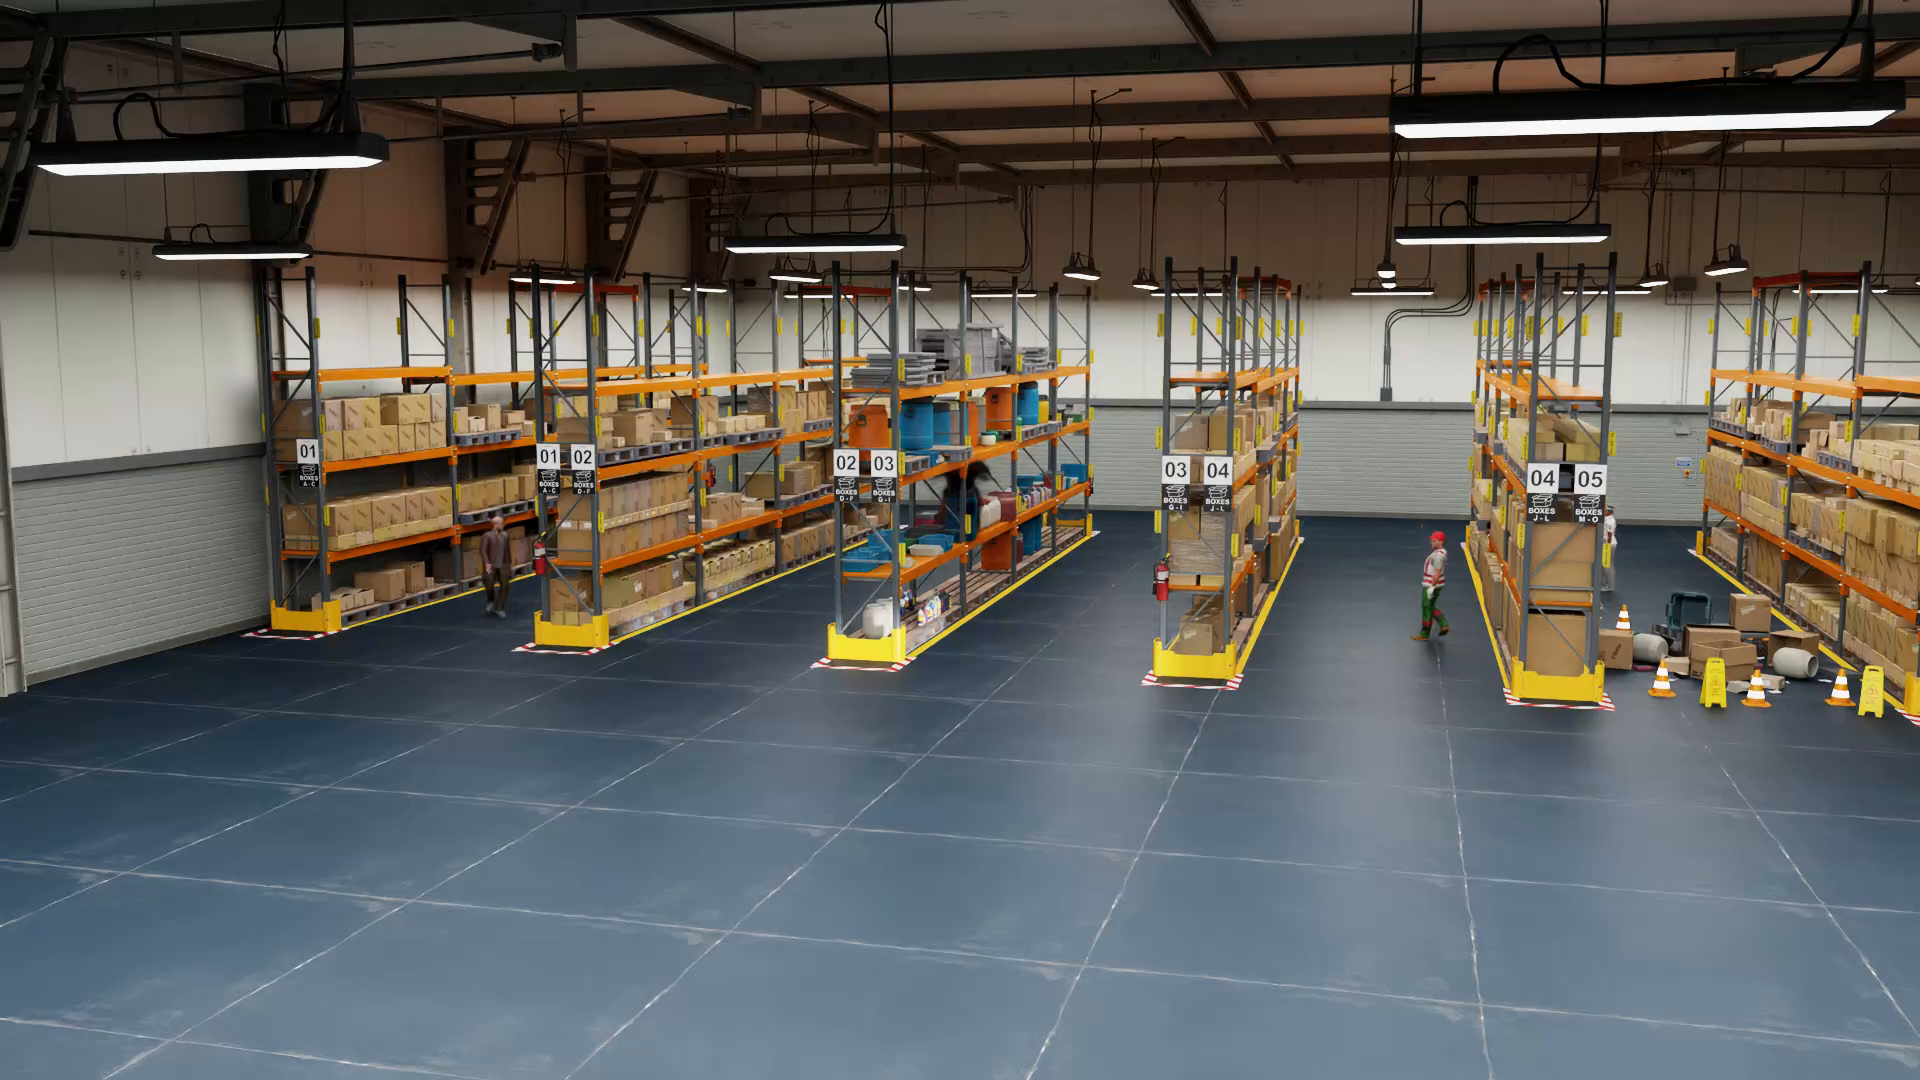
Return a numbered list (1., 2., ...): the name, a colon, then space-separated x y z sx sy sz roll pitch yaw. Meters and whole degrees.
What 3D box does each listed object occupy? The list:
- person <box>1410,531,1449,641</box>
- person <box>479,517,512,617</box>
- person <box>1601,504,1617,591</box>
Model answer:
1. person: 7.542 0.739 26.638 0.607 1.782 0.547 5 9 37
2. person: -8.109 0.459 29.145 0.649 1.743 0.749 -4 8 -30
3. person: 12.390 0.137 31.855 0.367 1.679 0.490 4 8 28
